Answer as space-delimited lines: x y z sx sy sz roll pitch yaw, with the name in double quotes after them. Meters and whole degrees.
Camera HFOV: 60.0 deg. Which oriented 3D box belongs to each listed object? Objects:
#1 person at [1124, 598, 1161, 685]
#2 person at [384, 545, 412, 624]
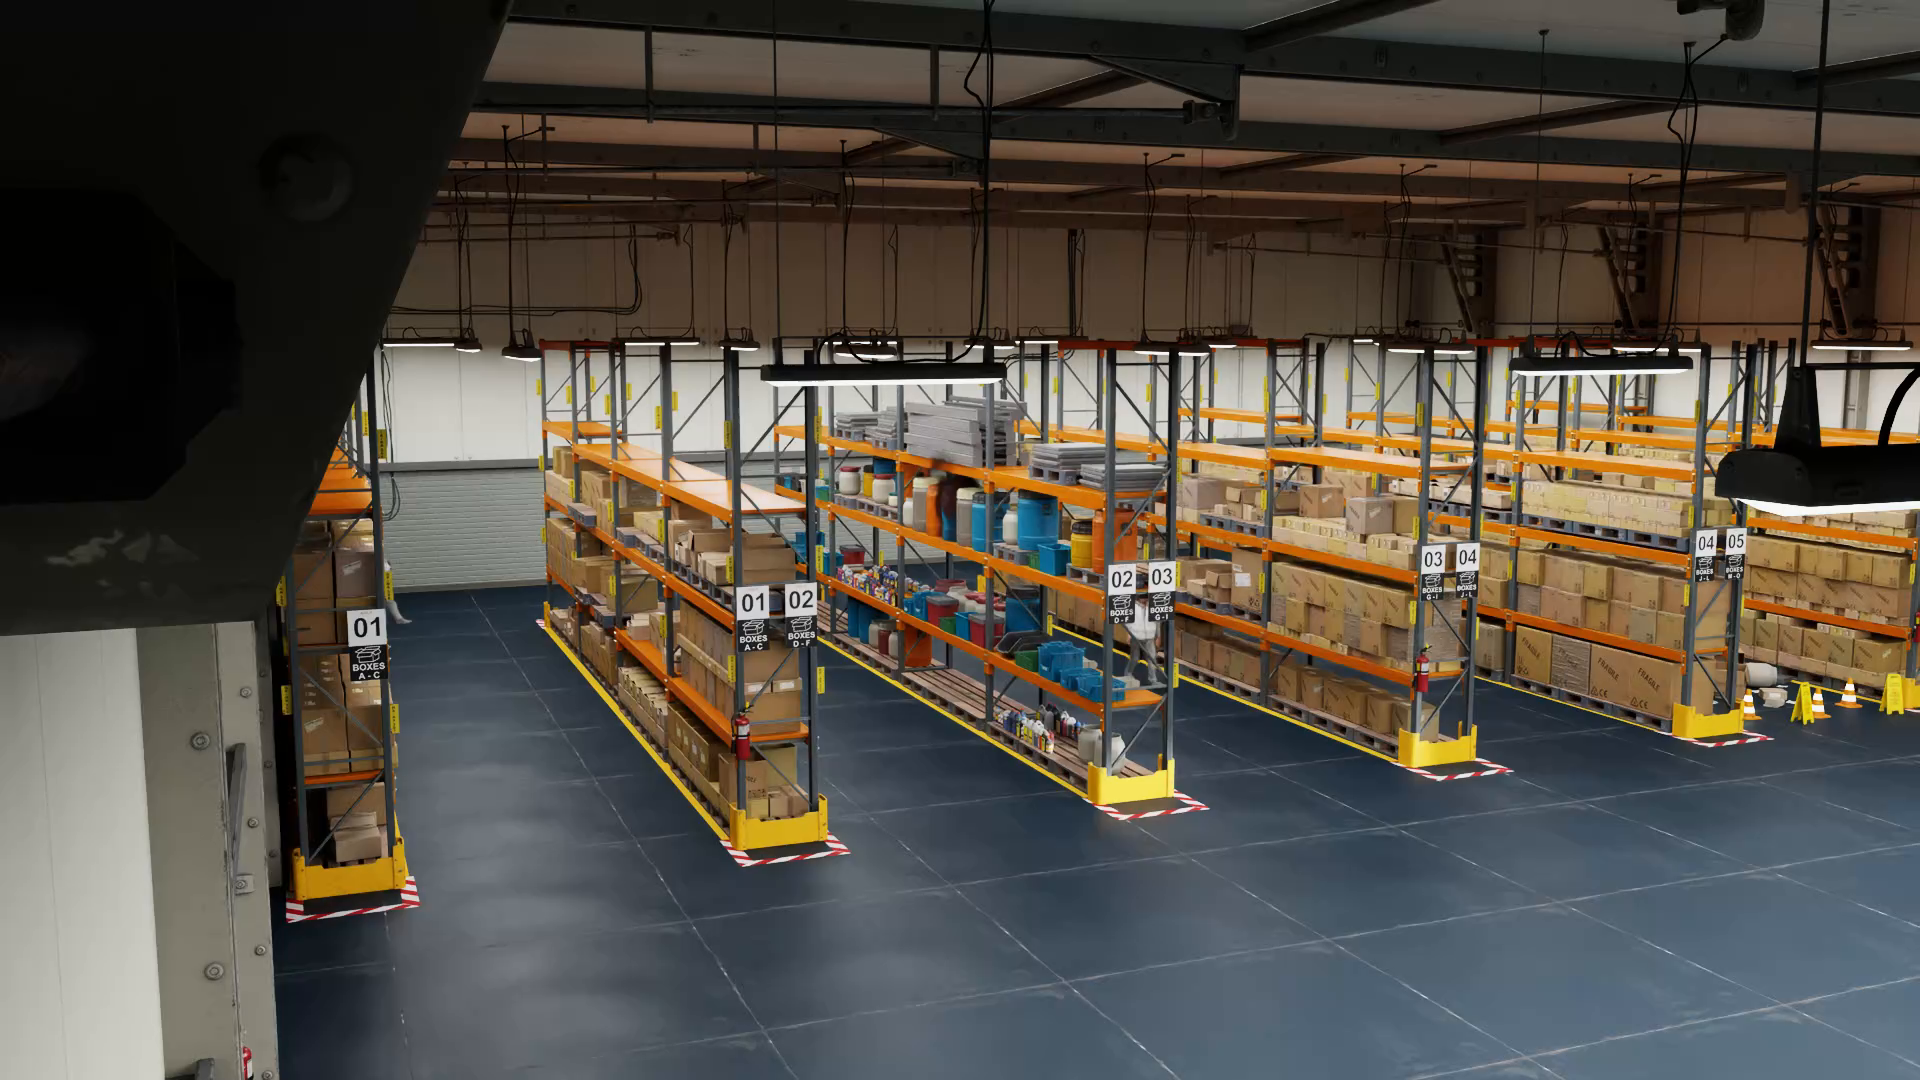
3.209 1.705 29.097 0.666 1.727 1.012 -2 8 -17 "person"
-11.998 0.941 34.741 0.981 1.721 0.627 -3 8 -22 "person"
